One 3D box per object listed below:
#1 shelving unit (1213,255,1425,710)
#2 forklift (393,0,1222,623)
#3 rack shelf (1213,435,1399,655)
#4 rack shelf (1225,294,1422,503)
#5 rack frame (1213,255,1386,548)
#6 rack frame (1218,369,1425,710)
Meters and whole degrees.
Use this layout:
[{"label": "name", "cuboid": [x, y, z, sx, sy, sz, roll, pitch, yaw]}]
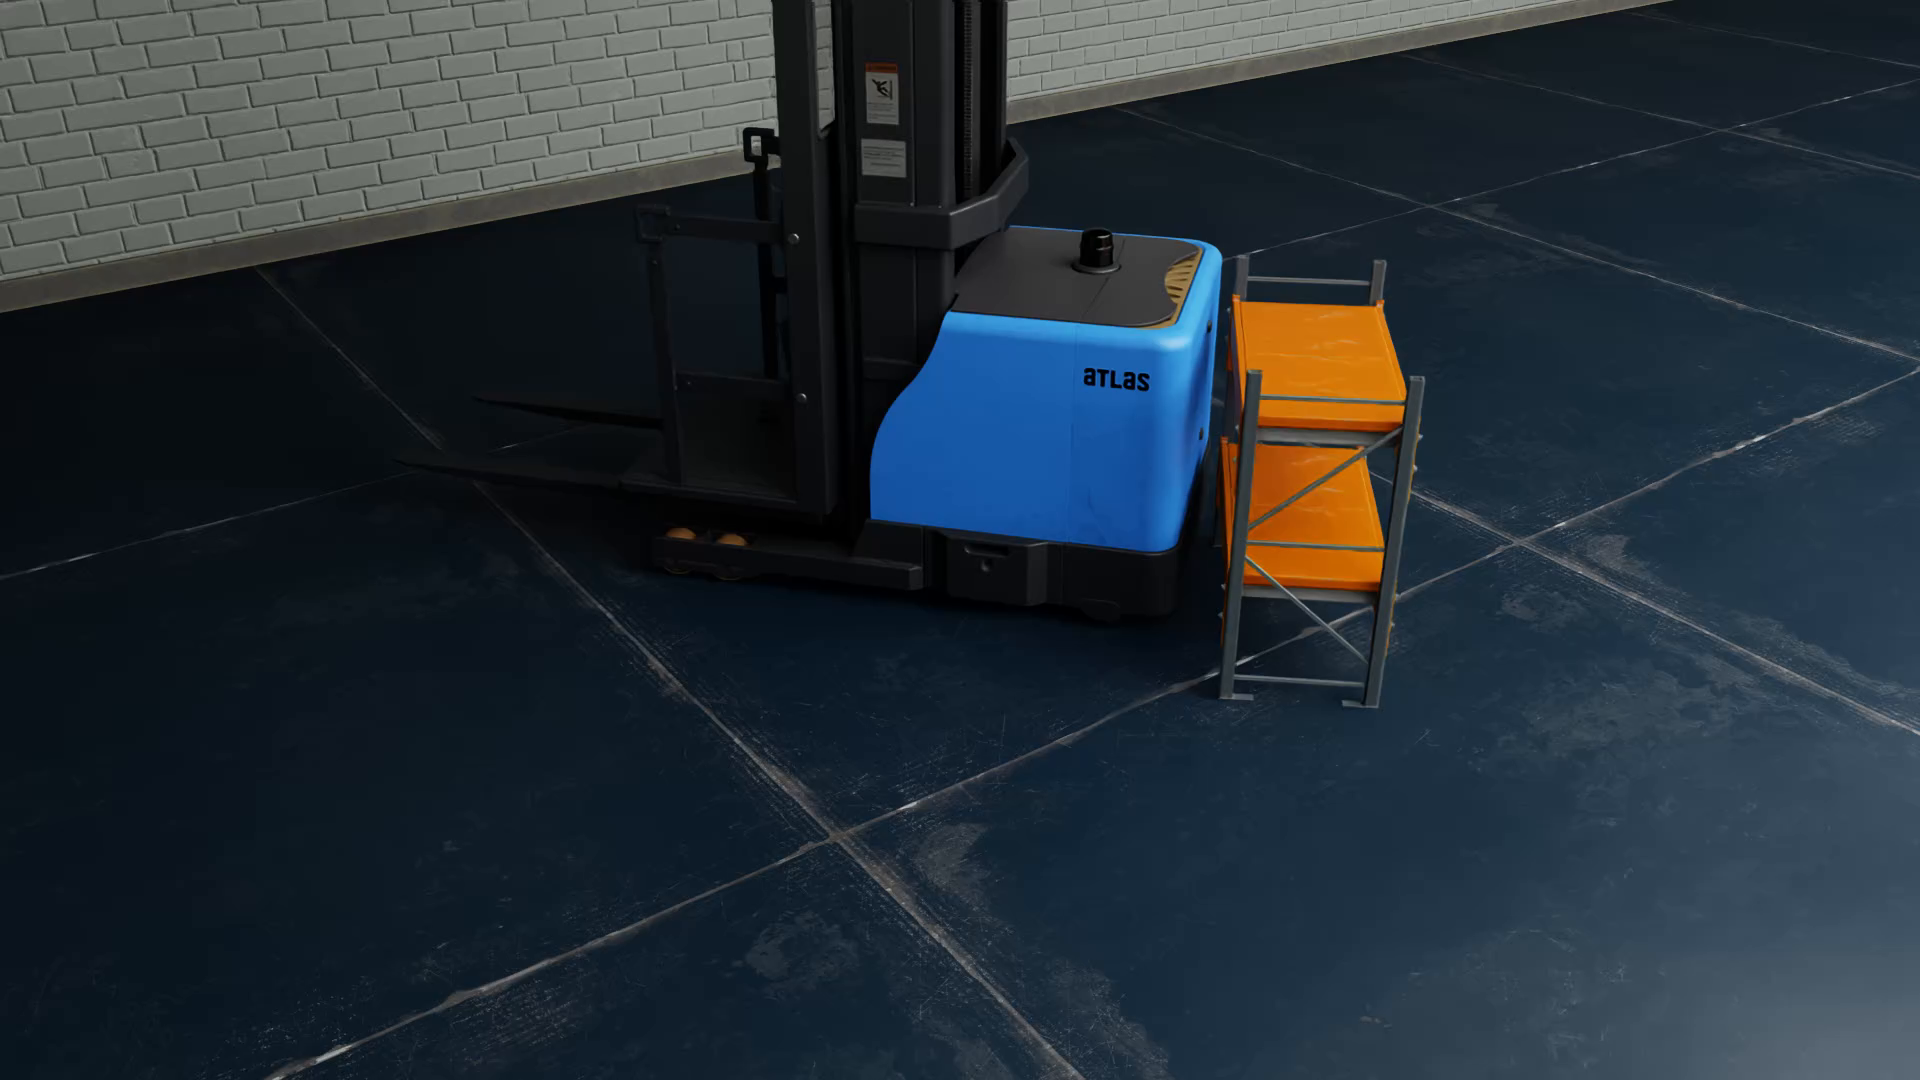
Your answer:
[{"label": "shelving unit", "cuboid": [1.135, -0.220, 5.476, 0.538, 1.125, 1.048, 3, 29, 6]}, {"label": "forklift", "cuboid": [-0.621, -1.376, 5.713, 3.031, 2.935, 1.130, 7, 29, 13]}, {"label": "rack shelf", "cuboid": [1.135, -0.005, 5.593, 0.538, 0.278, 1.000, 3, 29, 6]}, {"label": "rack shelf", "cuboid": [1.135, -0.477, 5.337, 0.538, 0.278, 1.000, 3, 29, 6]}, {"label": "rack frame", "cuboid": [1.193, -0.461, 5.920, 0.500, 1.125, 0.032, 3, 29, 6]}, {"label": "rack frame", "cuboid": [1.076, 0.021, 5.033, 0.500, 1.125, 0.032, 3, 29, 6]}]
